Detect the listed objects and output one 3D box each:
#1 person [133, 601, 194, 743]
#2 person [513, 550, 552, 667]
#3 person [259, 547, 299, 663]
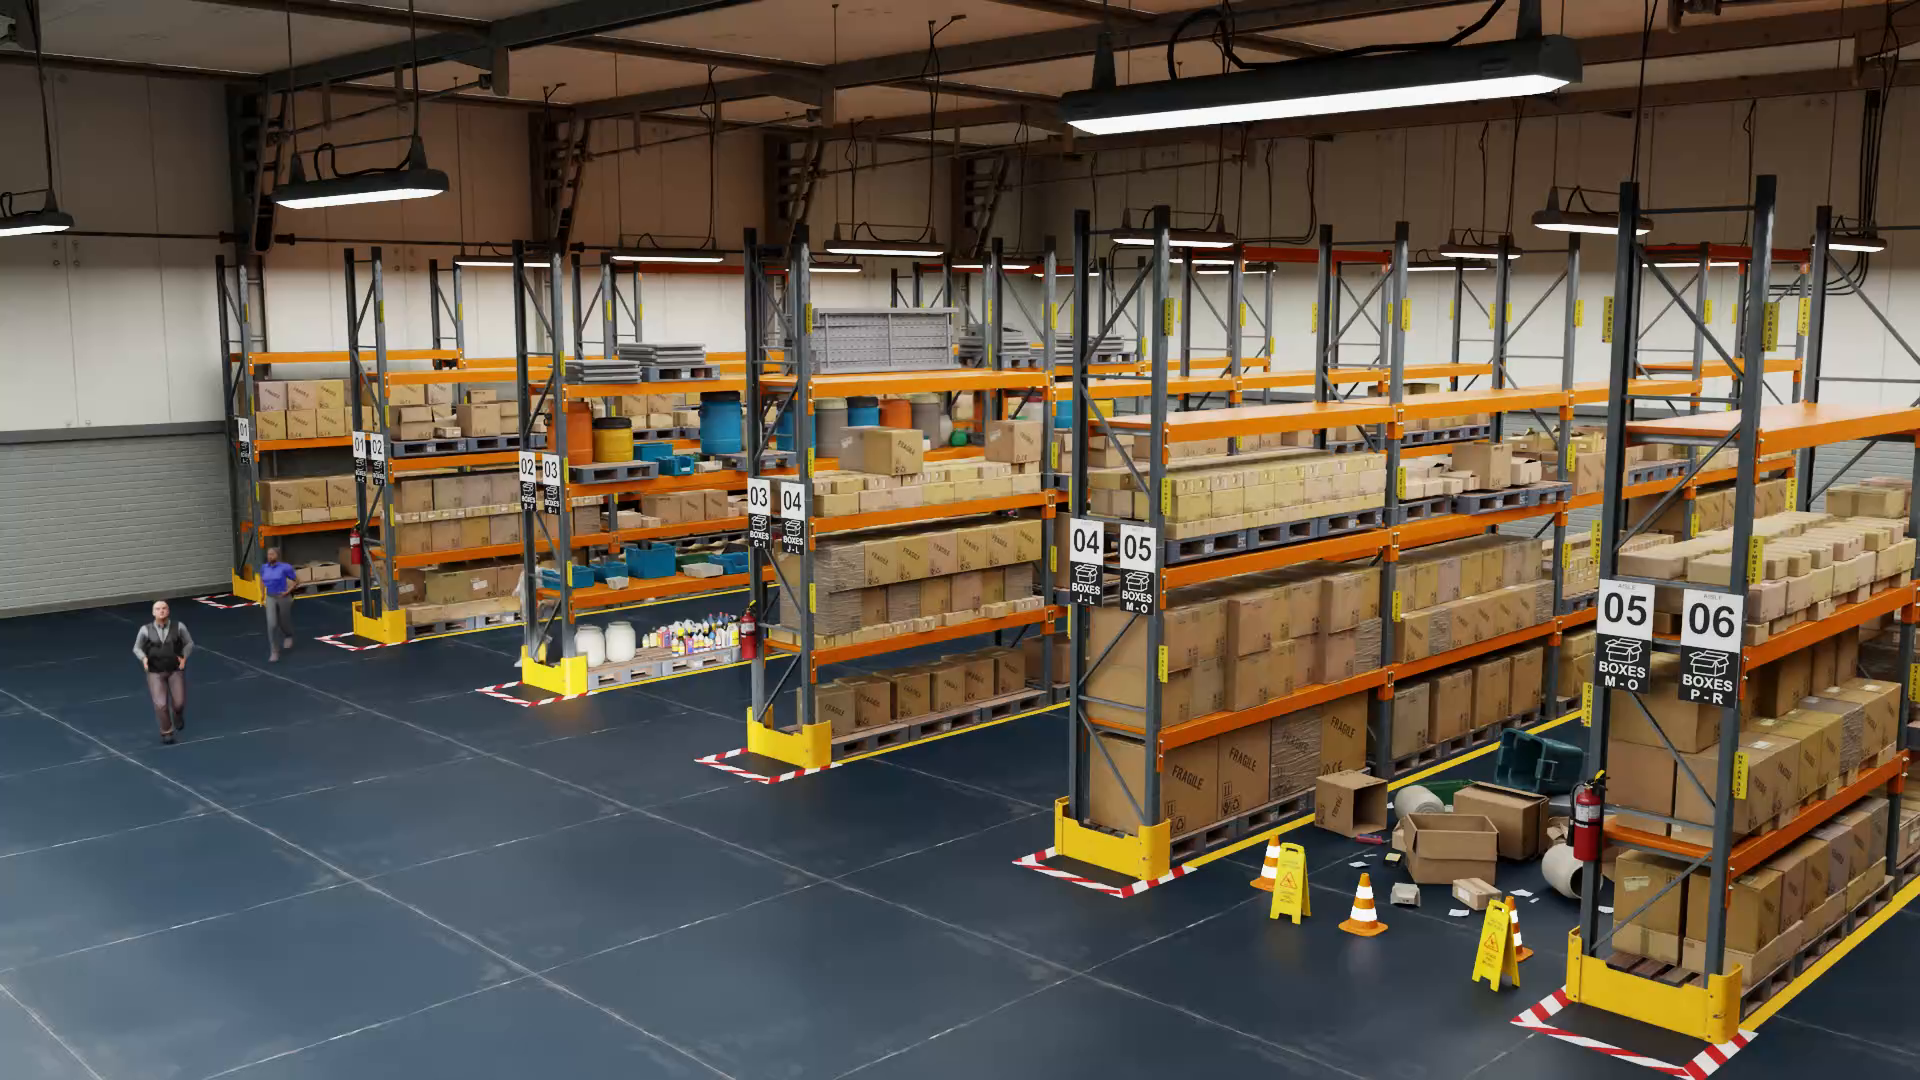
[{"bbox_3d":[-9.429,1.553,19.724,0.657,1.672,0.609,-4,9,-26],"label":"person"},{"bbox_3d":[-6.123,0.945,24.031,0.626,1.701,0.809,5,9,30],"label":"person"},{"bbox_3d":[-9.975,0.916,24.399,0.583,1.680,0.786,-1,8,-6],"label":"person"}]
